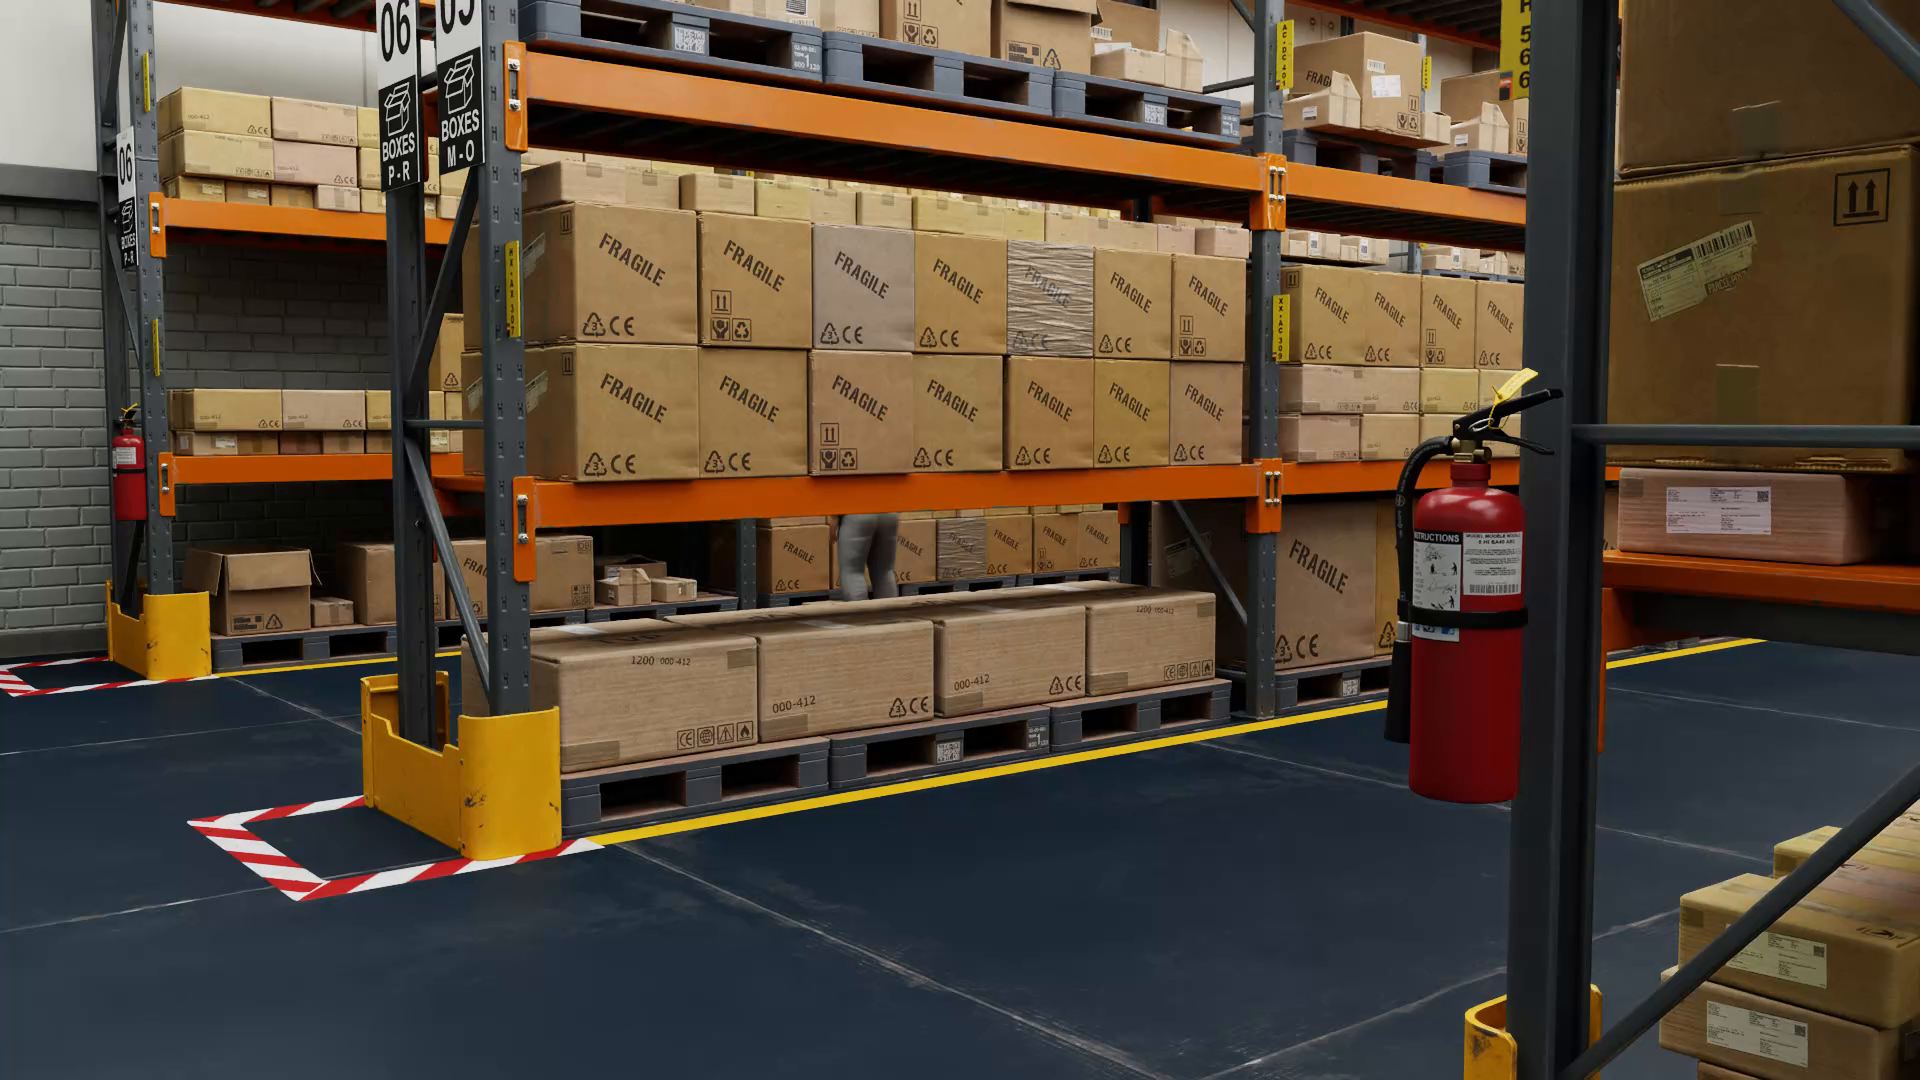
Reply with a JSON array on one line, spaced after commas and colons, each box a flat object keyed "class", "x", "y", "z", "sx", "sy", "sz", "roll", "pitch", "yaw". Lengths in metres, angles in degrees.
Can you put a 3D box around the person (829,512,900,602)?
[{"class": "person", "x": -0.631, "y": -0.162, "z": 11.062, "sx": 0.534, "sy": 1.762, "sz": 0.398, "roll": -3, "pitch": 5, "yaw": -37}]
